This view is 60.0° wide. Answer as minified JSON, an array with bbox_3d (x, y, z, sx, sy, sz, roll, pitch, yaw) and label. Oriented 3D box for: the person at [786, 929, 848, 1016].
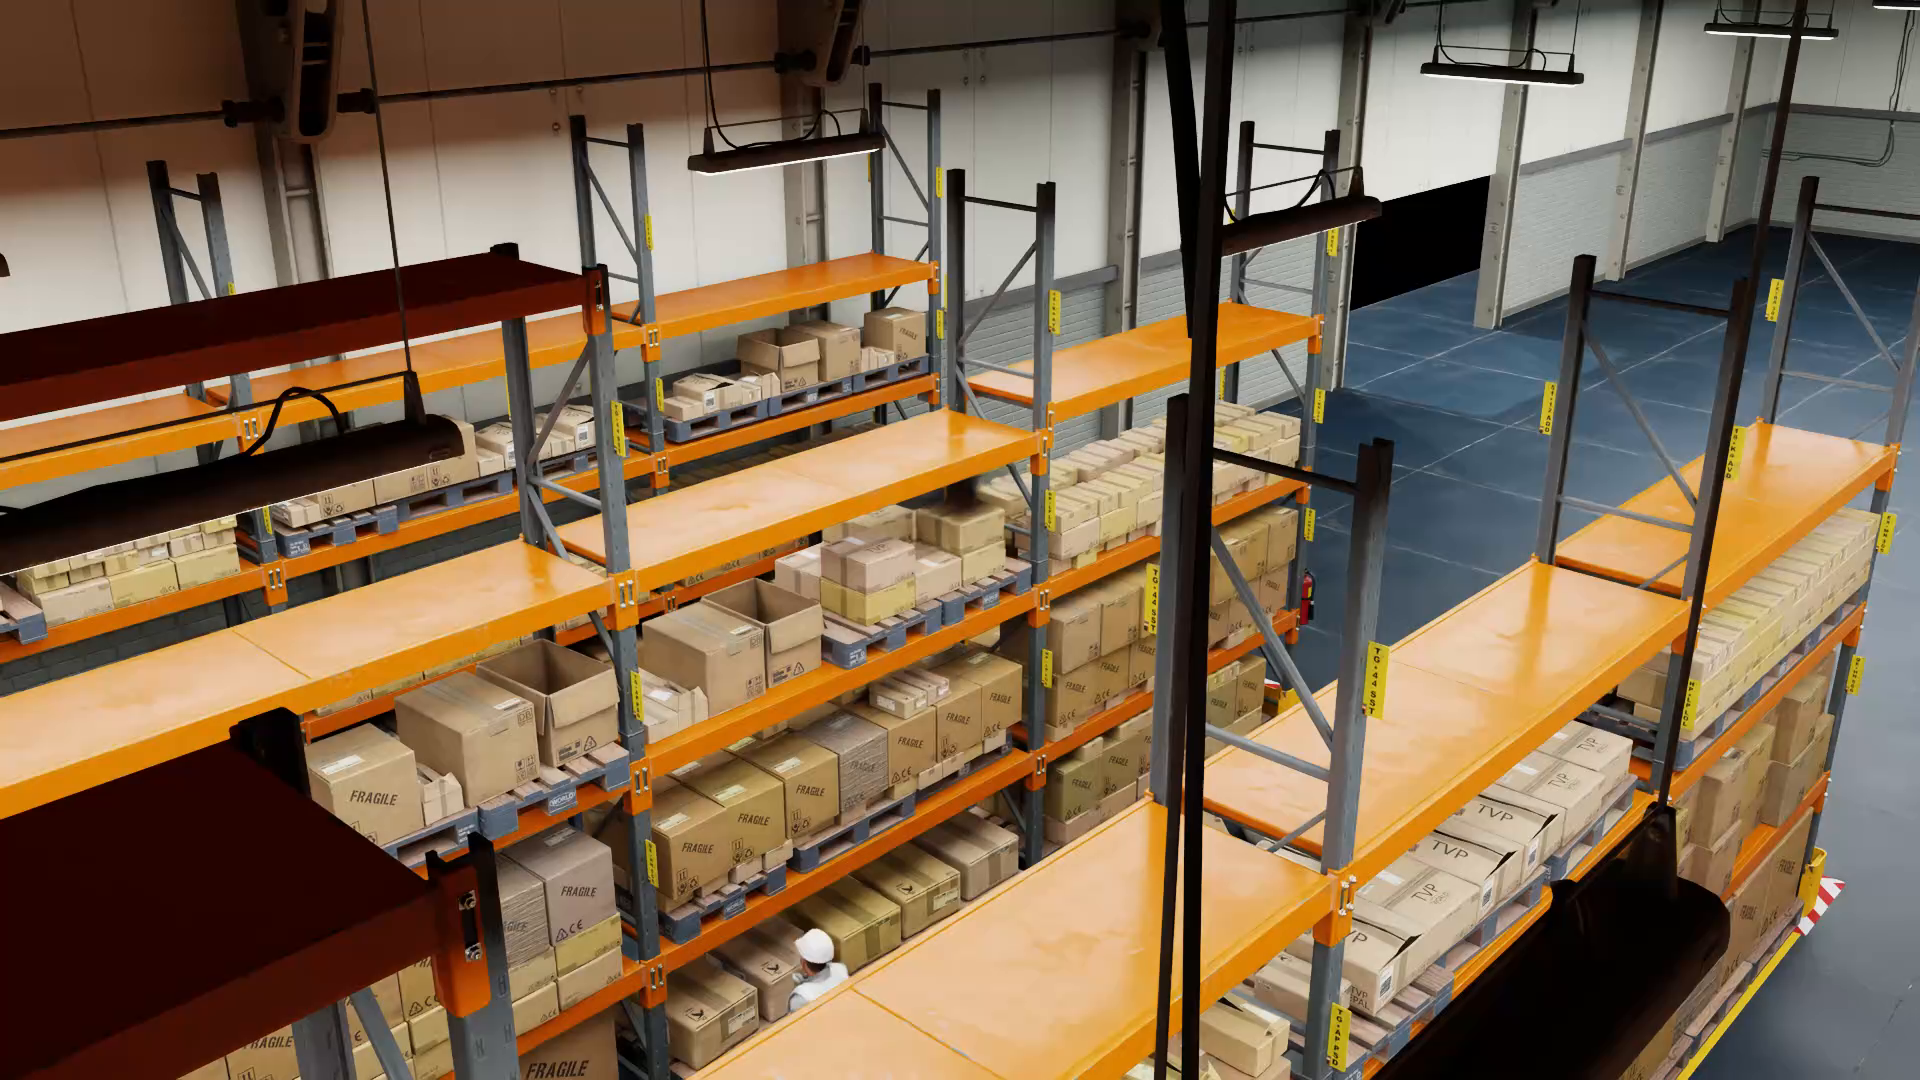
[{"bbox_3d":[-0.909,3.334,10.956,0.363,1.787,0.595,13,24,29],"label":"person"}]
